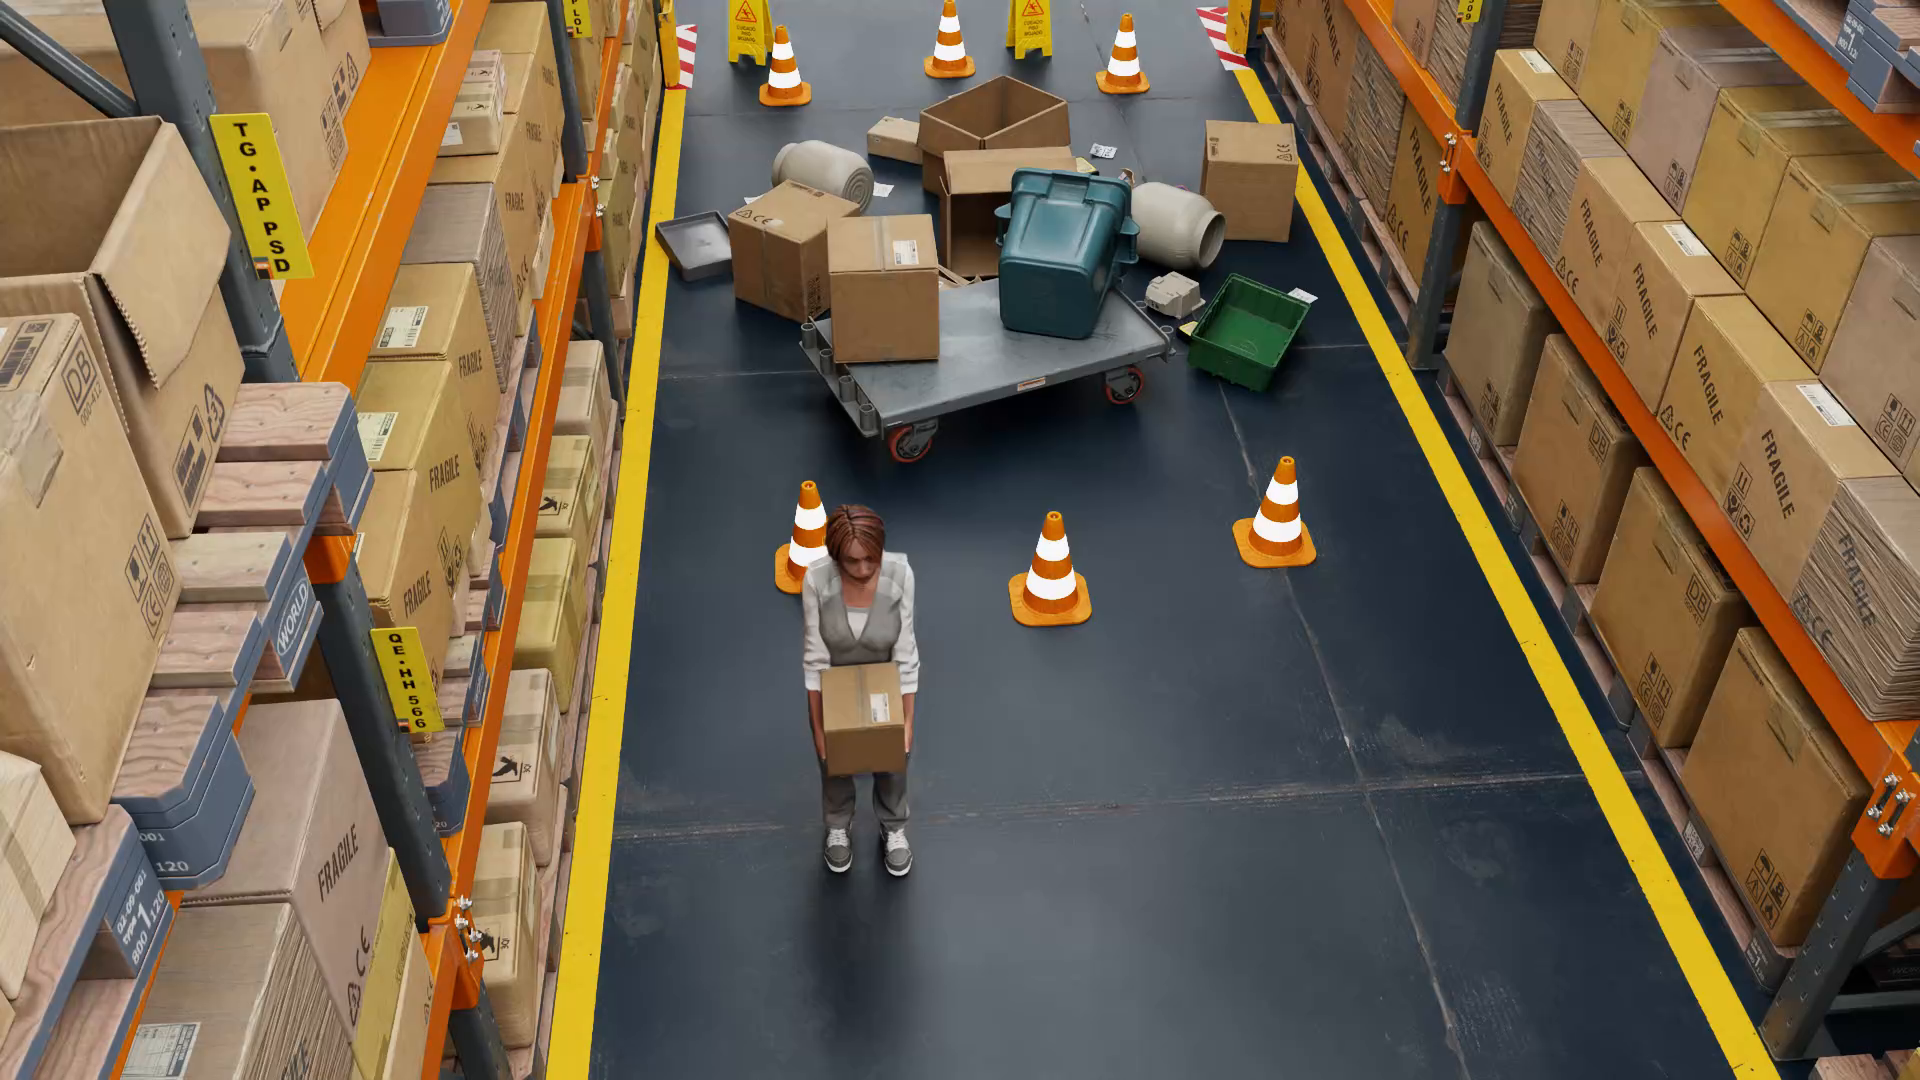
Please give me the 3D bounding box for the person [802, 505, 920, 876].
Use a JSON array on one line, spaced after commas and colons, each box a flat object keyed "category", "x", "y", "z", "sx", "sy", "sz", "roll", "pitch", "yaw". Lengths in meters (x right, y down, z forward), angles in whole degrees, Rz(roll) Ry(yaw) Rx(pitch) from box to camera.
[{"category": "person", "x": -0.322, "y": 0.538, "z": 5.522, "sx": 0.374, "sy": 1.594, "sz": 0.513, "roll": -4, "pitch": 40, "yaw": -5}]
